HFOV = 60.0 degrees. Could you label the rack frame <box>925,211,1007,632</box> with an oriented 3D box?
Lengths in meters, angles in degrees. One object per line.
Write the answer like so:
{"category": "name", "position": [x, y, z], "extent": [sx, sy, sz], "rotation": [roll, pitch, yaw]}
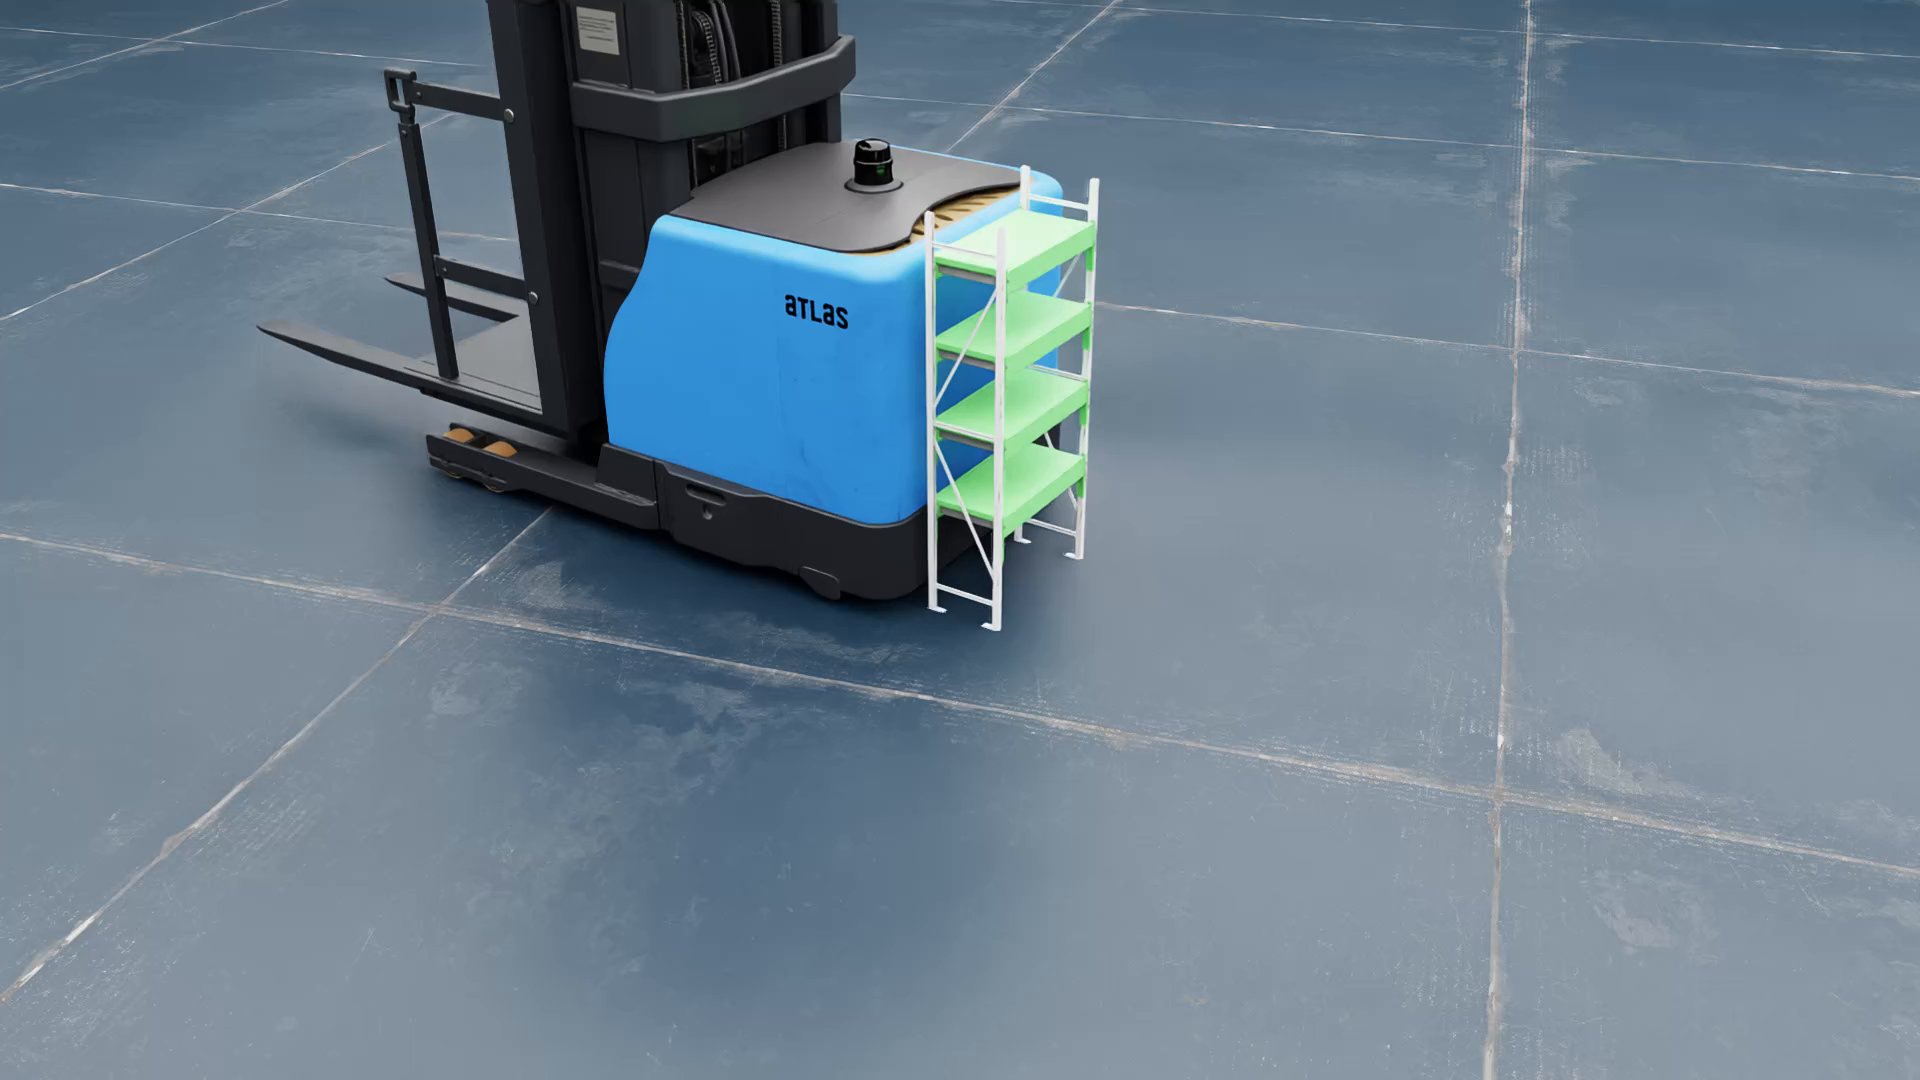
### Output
{"category": "rack frame", "position": [0.013, -0.294, 4.544], "extent": [0.240, 1.200, 0.015], "rotation": [17, 33, 28]}

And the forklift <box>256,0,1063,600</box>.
{"category": "forklift", "position": [-1.191, -1.636, 5.176], "extent": [3.031, 2.935, 1.130], "rotation": [17, 33, 28]}

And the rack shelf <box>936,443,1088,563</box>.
{"category": "rack shelf", "position": [0.144, -0.129, 4.872], "extent": [0.258, 0.148, 0.480], "rotation": [17, 33, 28]}

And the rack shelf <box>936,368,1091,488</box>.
{"category": "rack shelf", "position": [0.144, -0.338, 4.755], "extent": [0.258, 0.148, 0.480], "rotation": [17, 33, 28]}

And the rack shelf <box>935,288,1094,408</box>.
{"category": "rack shelf", "position": [0.145, -0.548, 4.639], "extent": [0.258, 0.148, 0.480], "rotation": [17, 33, 28]}

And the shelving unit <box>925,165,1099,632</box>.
{"category": "shelving unit", "position": [0.144, -0.394, 4.724], "extent": [0.258, 1.200, 0.503], "rotation": [17, 33, 28]}

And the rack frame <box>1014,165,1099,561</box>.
{"category": "rack frame", "position": [0.276, -0.494, 4.904], "extent": [0.240, 1.200, 0.015], "rotation": [17, 33, 28]}

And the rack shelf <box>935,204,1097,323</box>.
{"category": "rack shelf", "position": [0.145, -0.758, 4.522], "extent": [0.258, 0.148, 0.480], "rotation": [17, 33, 28]}
